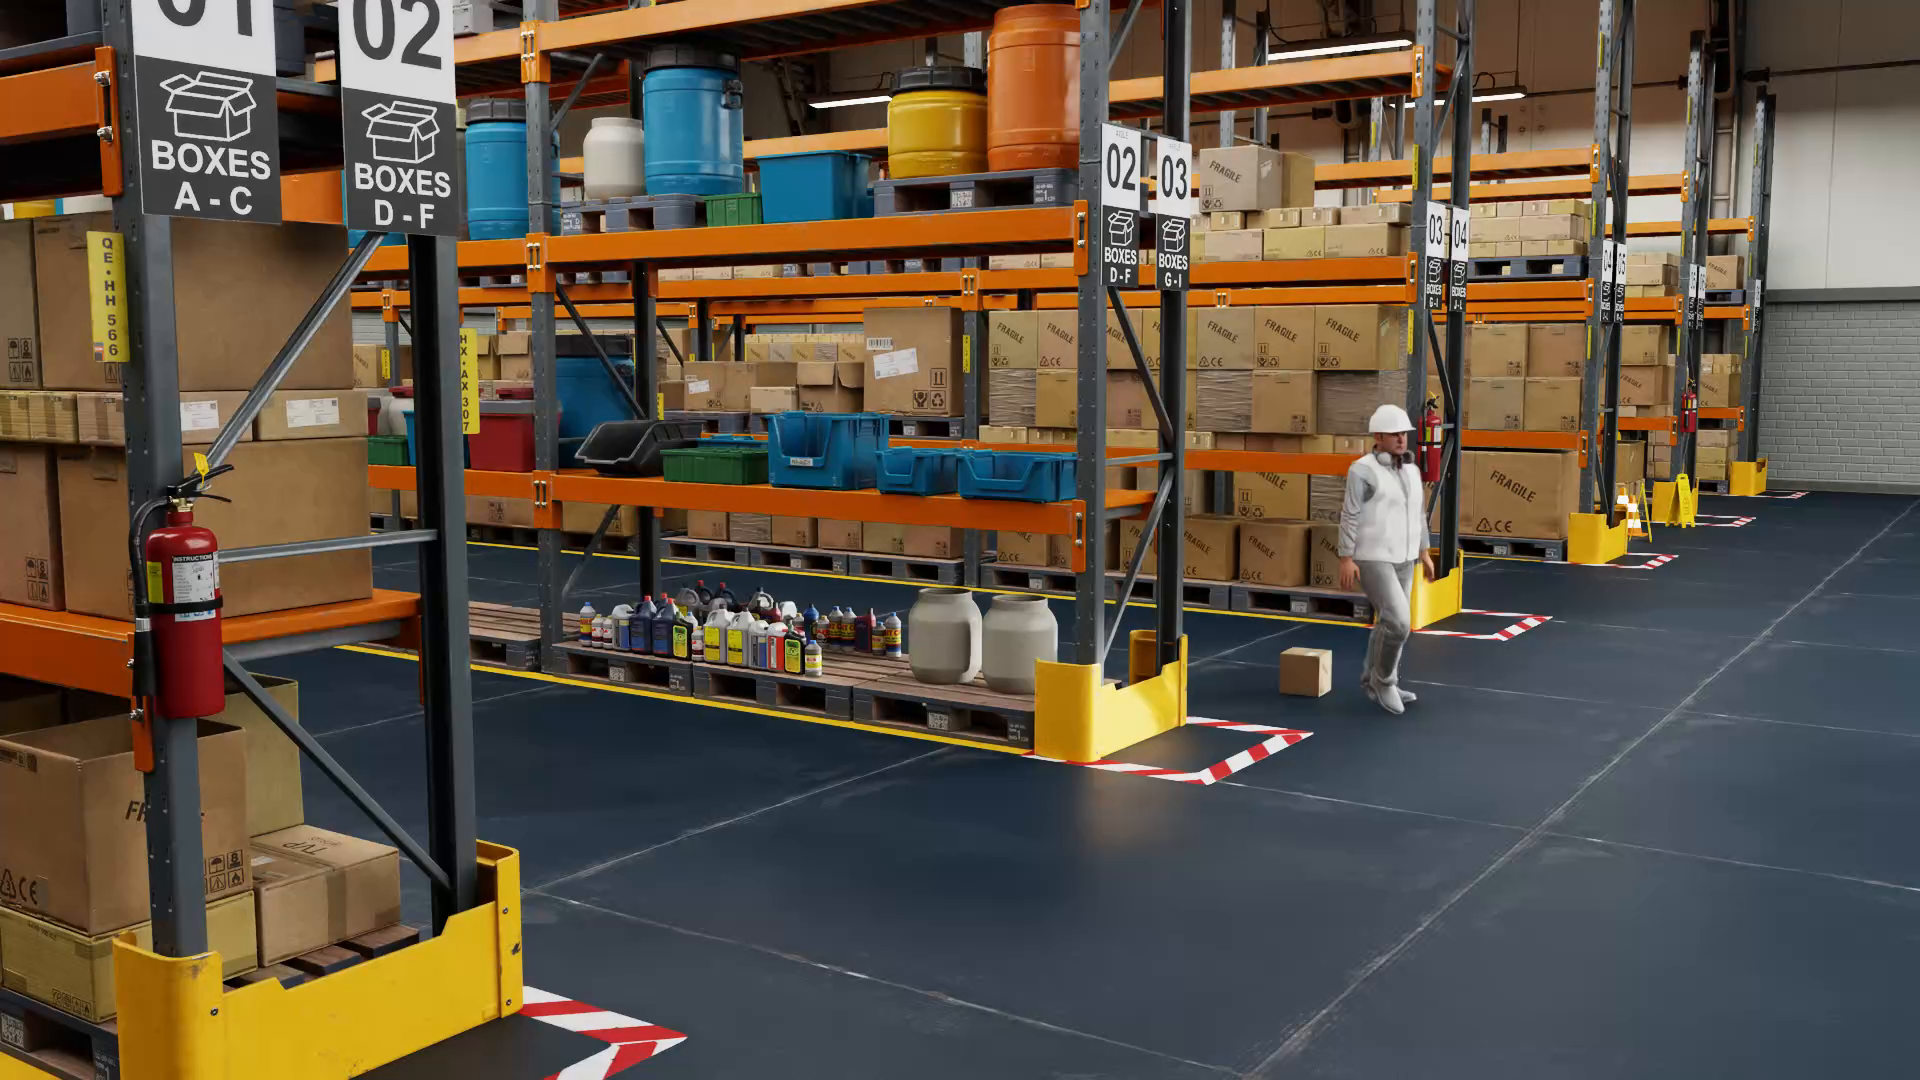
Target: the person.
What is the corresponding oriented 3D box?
[{"bbox_3d":[2.474,0.111,9.569,0.606,1.779,0.508,-5,8,-37],"label":"person"}]
